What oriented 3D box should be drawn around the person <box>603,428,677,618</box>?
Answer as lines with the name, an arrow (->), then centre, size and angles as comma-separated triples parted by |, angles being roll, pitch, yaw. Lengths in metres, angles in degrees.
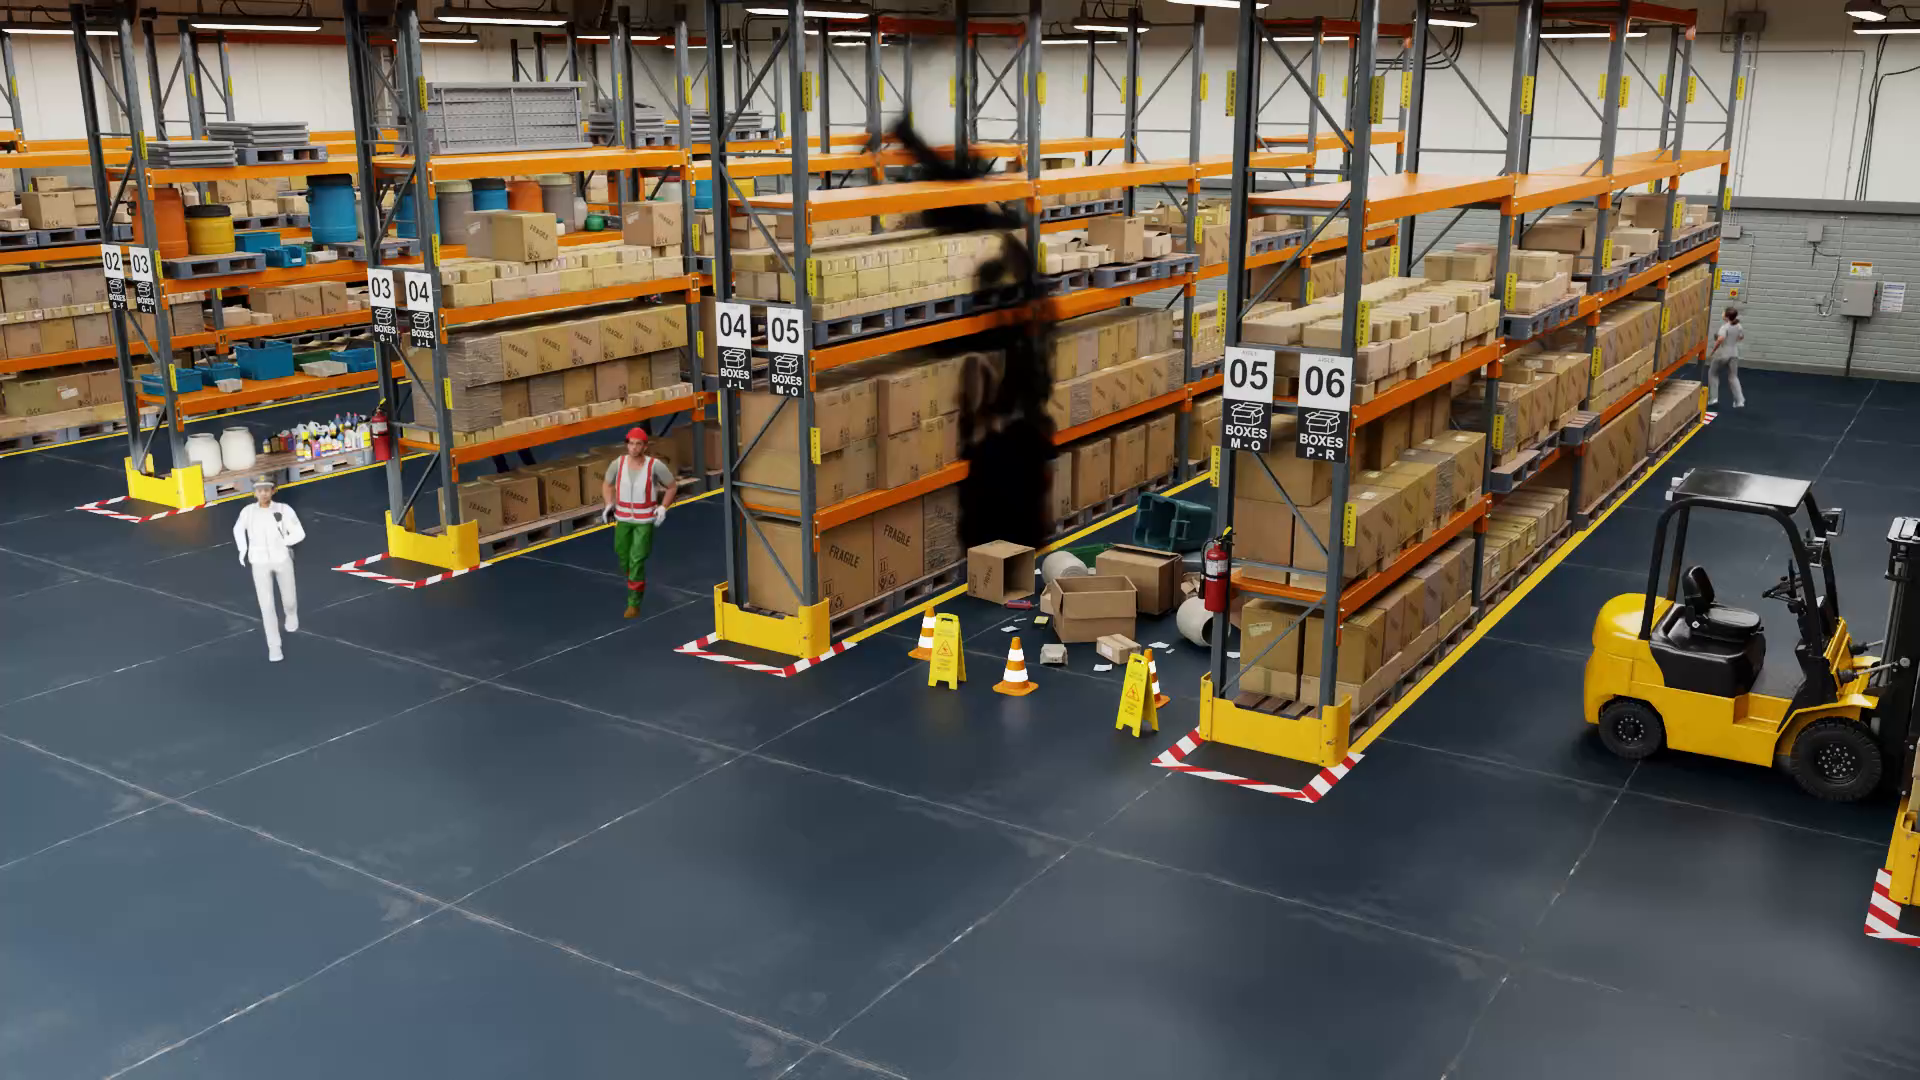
person -> -2.995, -0.183, 15.512 | 0.703, 1.767, 0.723 | 1, 16, 4

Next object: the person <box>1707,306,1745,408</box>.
person -> 12.188, -2.906, 26.578 | 0.603, 1.676, 0.838 | -2, 16, -9

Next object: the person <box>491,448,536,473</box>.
person -> -5.815, -1.485, 21.529 | 0.577, 1.694, 0.719 | 7, 17, 24

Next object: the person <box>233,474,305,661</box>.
person -> -6.347, 0.202, 15.335 | 0.623, 1.663, 0.896 | -5, 16, -18
